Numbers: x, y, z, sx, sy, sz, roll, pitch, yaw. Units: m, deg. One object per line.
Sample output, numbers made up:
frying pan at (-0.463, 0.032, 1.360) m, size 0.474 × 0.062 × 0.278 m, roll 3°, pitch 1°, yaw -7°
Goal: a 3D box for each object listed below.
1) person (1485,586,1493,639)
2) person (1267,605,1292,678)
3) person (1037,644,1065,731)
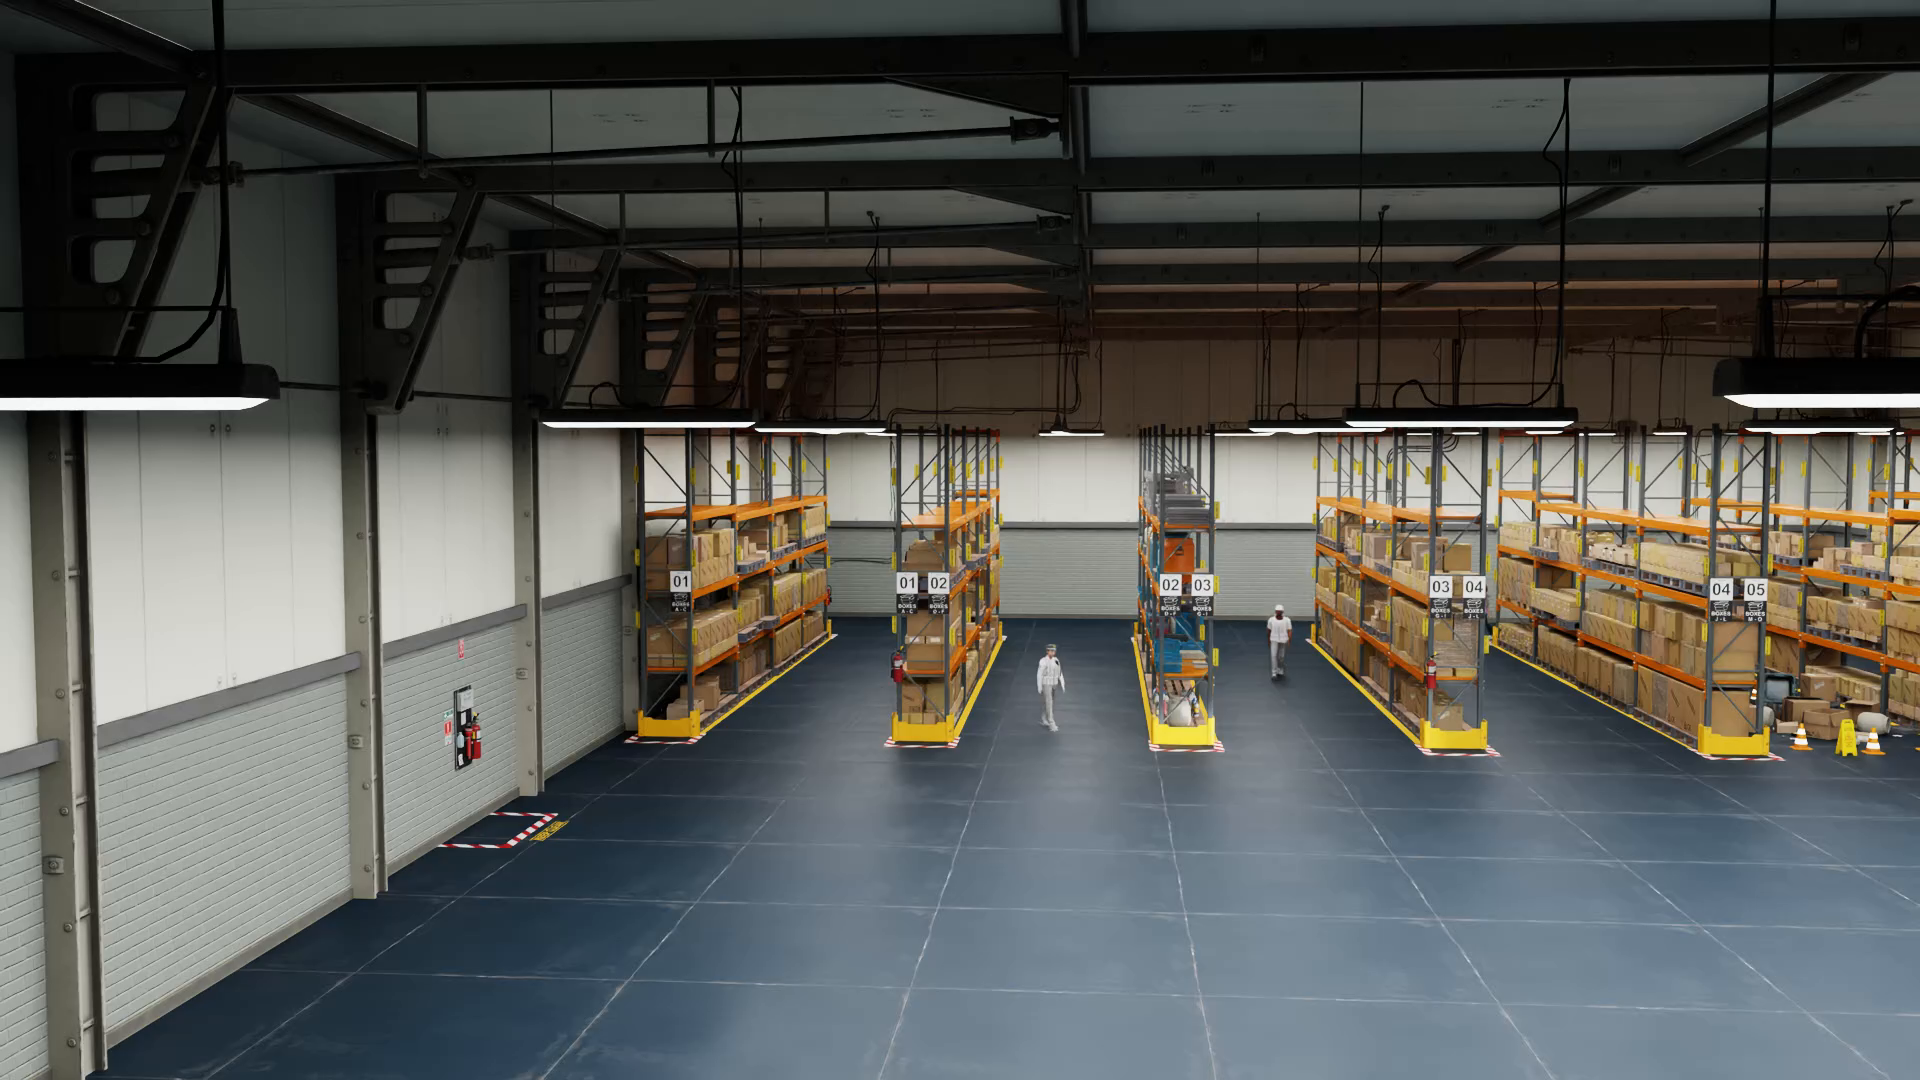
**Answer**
person at (14.812, 2.056, 47.245) m, size 0.861 × 1.546 × 0.440 m, roll 0°, pitch 3°, yaw -6°
person at (7.651, 2.421, 39.811) m, size 0.580 × 1.719 × 0.981 m, roll 1°, pitch 4°, yaw 10°
person at (1.813, 2.880, 32.841) m, size 0.522 × 1.647 × 0.795 m, roll -3°, pitch 5°, yaw -40°
